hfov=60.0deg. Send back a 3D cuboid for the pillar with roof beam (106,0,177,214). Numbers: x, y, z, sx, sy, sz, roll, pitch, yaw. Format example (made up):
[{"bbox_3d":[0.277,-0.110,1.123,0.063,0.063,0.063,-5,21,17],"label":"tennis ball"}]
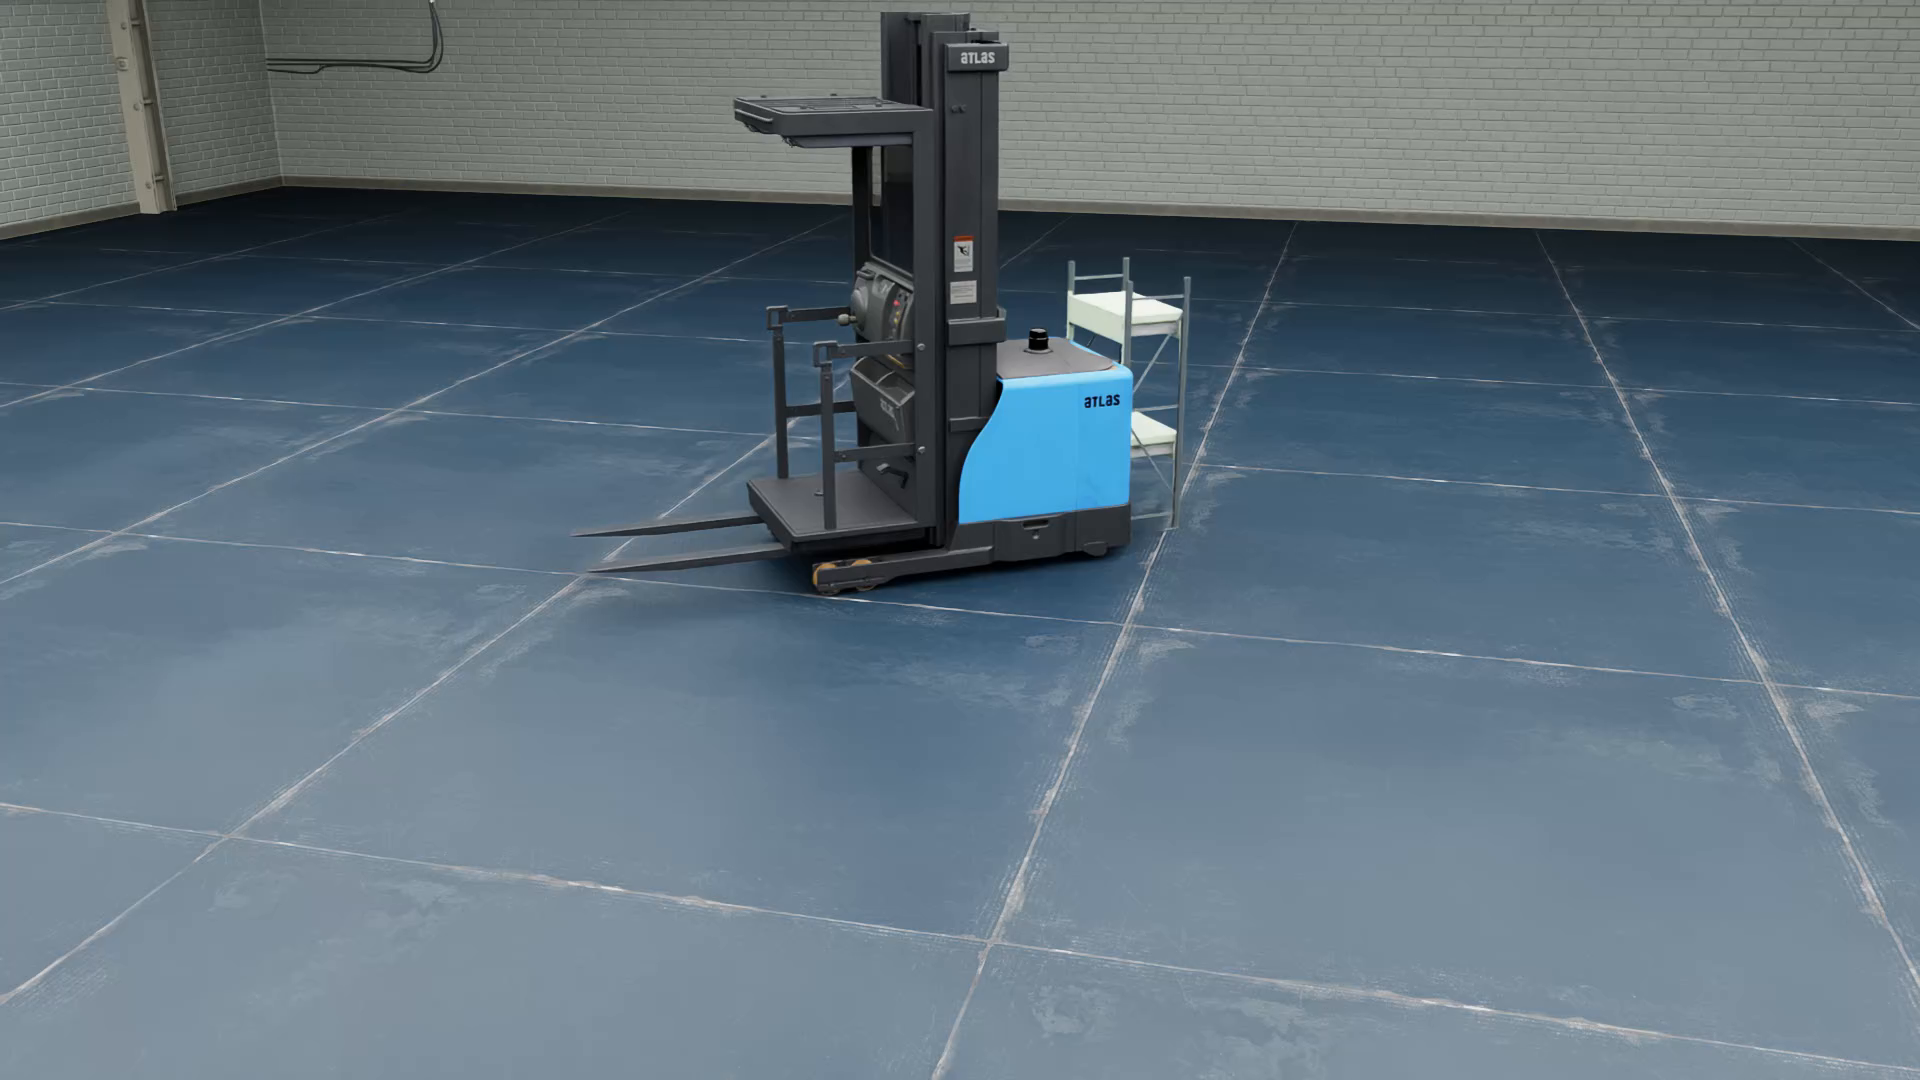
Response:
[{"bbox_3d":[-6.905,-8.458,20.529,9.100,9.000,0.400,5,19,13],"label":"pillar with roof beam"}]

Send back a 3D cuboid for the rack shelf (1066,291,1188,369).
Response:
[{"bbox_3d":[0.973,-1.232,9.764,0.431,0.370,0.720,-7,20,-21],"label":"rack shelf"}]

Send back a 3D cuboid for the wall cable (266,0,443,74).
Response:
[{"bbox_3d":[-9.078,-8.148,24.424,3.097,2.526,0.112,5,19,13],"label":"wall cable"}]

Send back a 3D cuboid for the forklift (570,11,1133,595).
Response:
[{"bbox_3d":[-0.605,-1.286,8.918,3.031,2.935,1.130,-7,20,-19],"label":"forklift"}]

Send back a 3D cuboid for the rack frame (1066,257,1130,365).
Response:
[{"bbox_3d":[0.831,-0.972,10.209,0.400,1.500,0.023,-7,20,-21],"label":"rack frame"}]

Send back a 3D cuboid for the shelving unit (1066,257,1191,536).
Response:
[{"bbox_3d":[0.971,-0.862,9.889,0.431,1.500,0.755,-7,20,-21],"label":"shelving unit"}]

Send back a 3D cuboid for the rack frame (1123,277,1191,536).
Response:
[{"bbox_3d":[1.112,-0.753,9.569,0.400,1.500,0.023,-7,20,-21],"label":"rack frame"}]

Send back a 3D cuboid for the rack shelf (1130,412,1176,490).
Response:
[{"bbox_3d":[0.970,-0.554,9.994,0.431,0.370,0.720,-7,20,-21],"label":"rack shelf"}]
